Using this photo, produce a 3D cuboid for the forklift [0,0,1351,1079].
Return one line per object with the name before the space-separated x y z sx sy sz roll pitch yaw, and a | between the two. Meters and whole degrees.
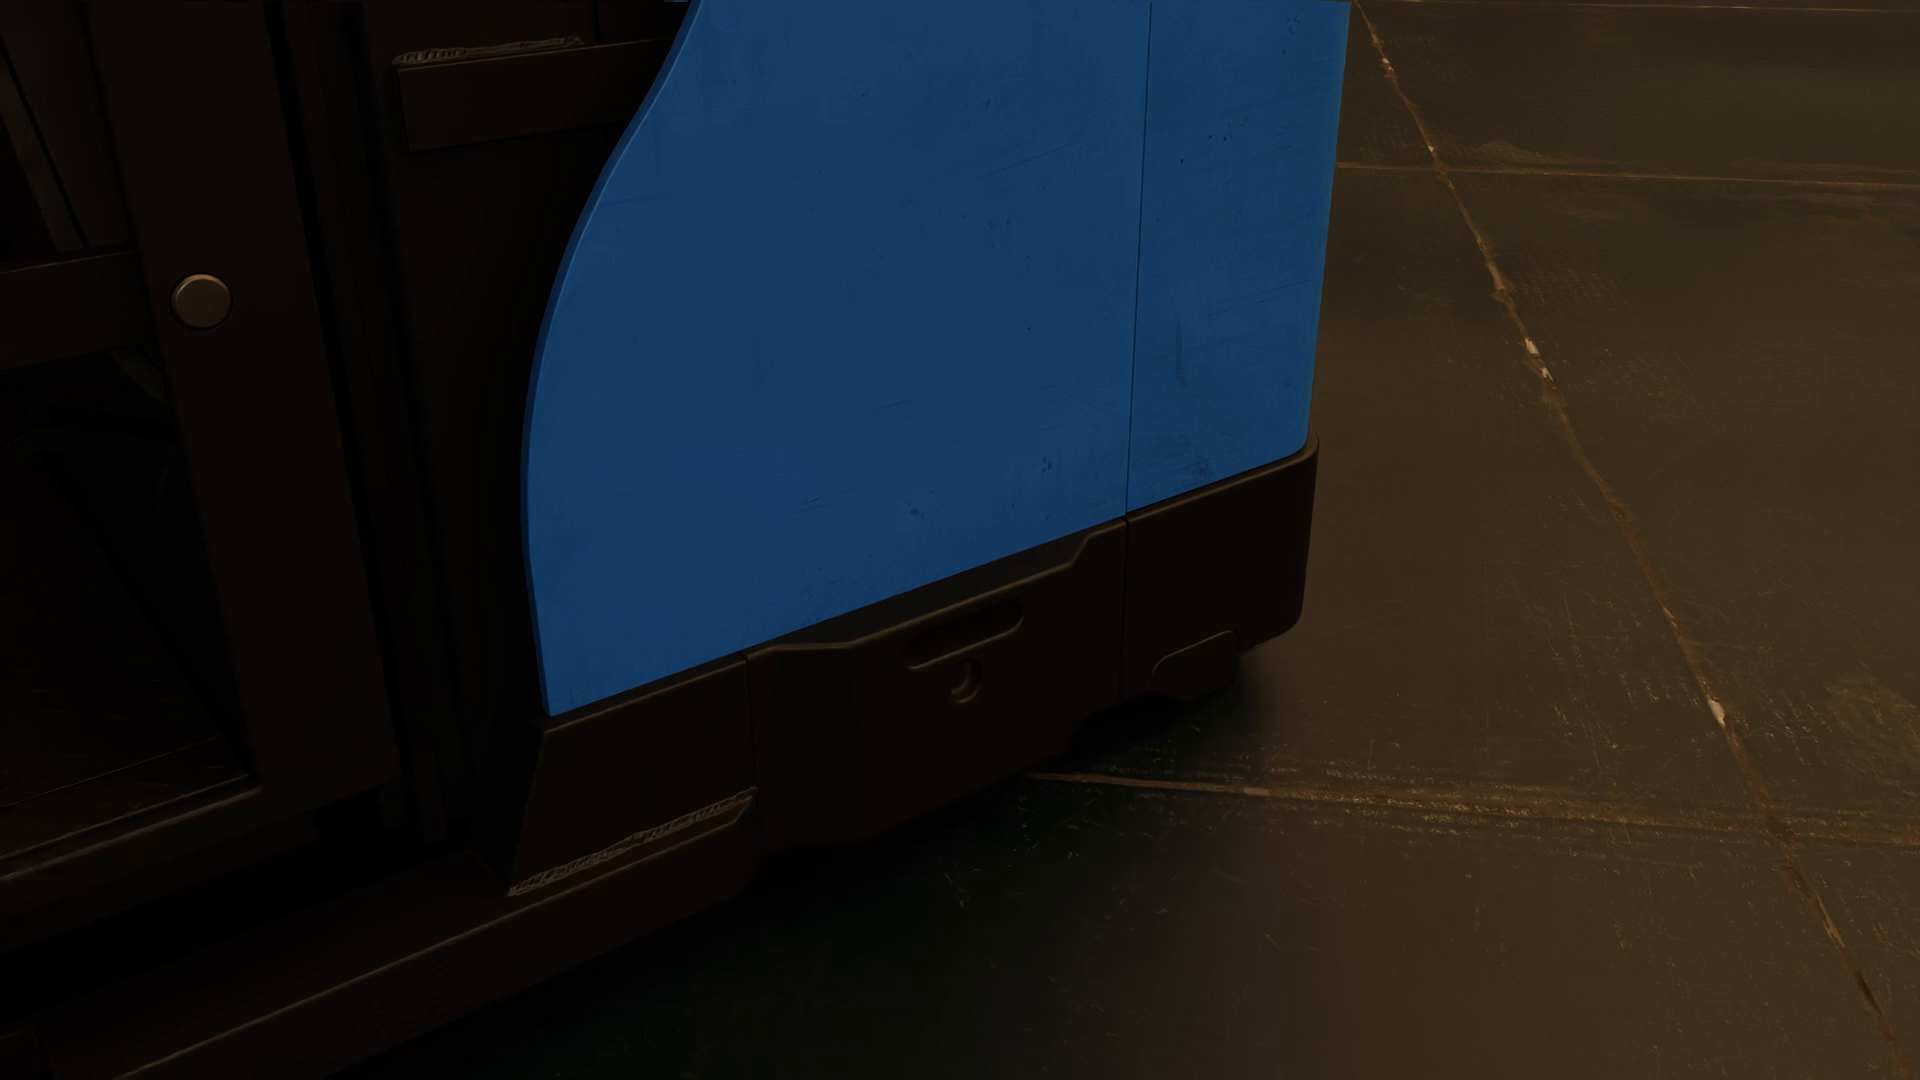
forklift | -1.036 -0.933 1.087 3.031 2.935 1.130 -19 32 -33
